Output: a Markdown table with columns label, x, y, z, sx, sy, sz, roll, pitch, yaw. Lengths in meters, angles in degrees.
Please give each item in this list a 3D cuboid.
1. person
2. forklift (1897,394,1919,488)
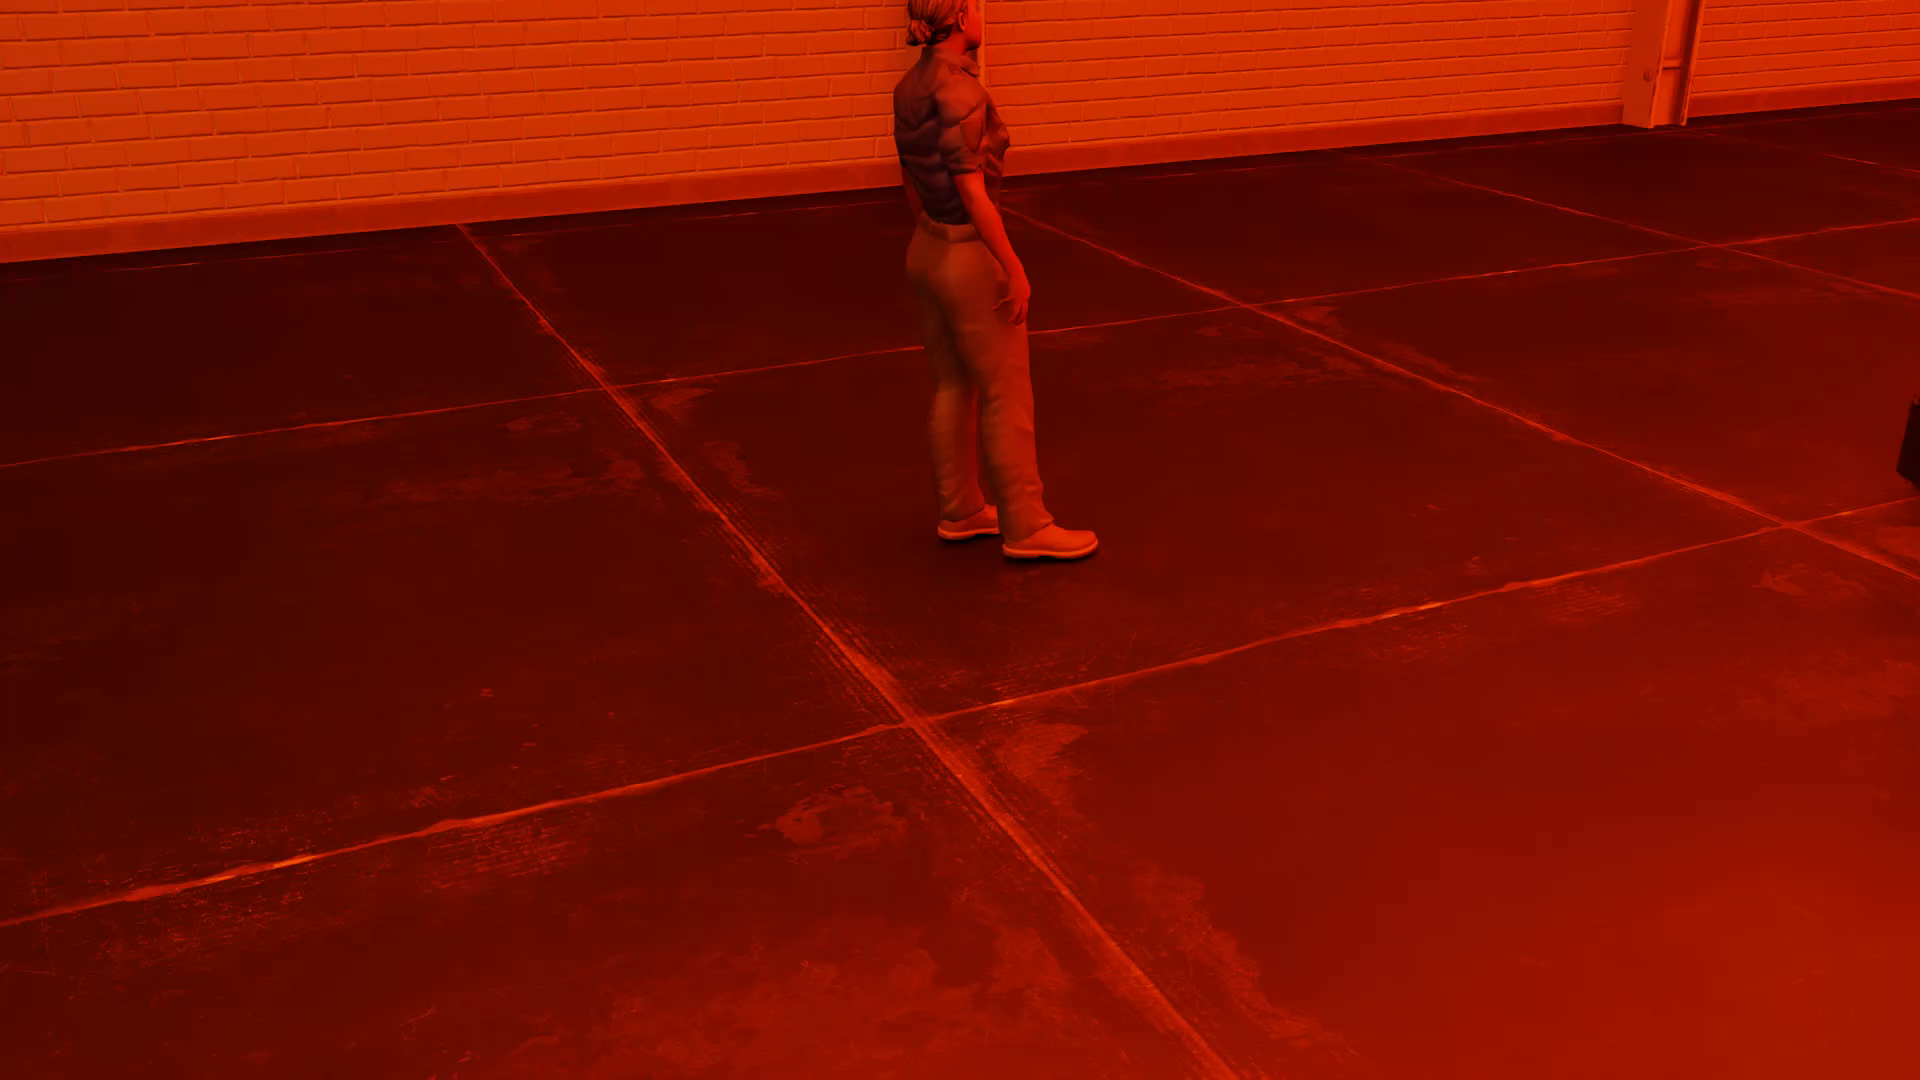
| label | x | y | z | sx | sy | sz | roll | pitch | yaw |
| --- | --- | --- | --- | --- | --- | --- | --- | --- | --- |
| person | 0.088 | -0.778 | 4.804 | 0.503 | 1.656 | 0.569 | -10 | 25 | -23 |
| forklift | 4.586 | -1.339 | 4.509 | 3.031 | 2.935 | 1.130 | 0 | 23 | 0 |
